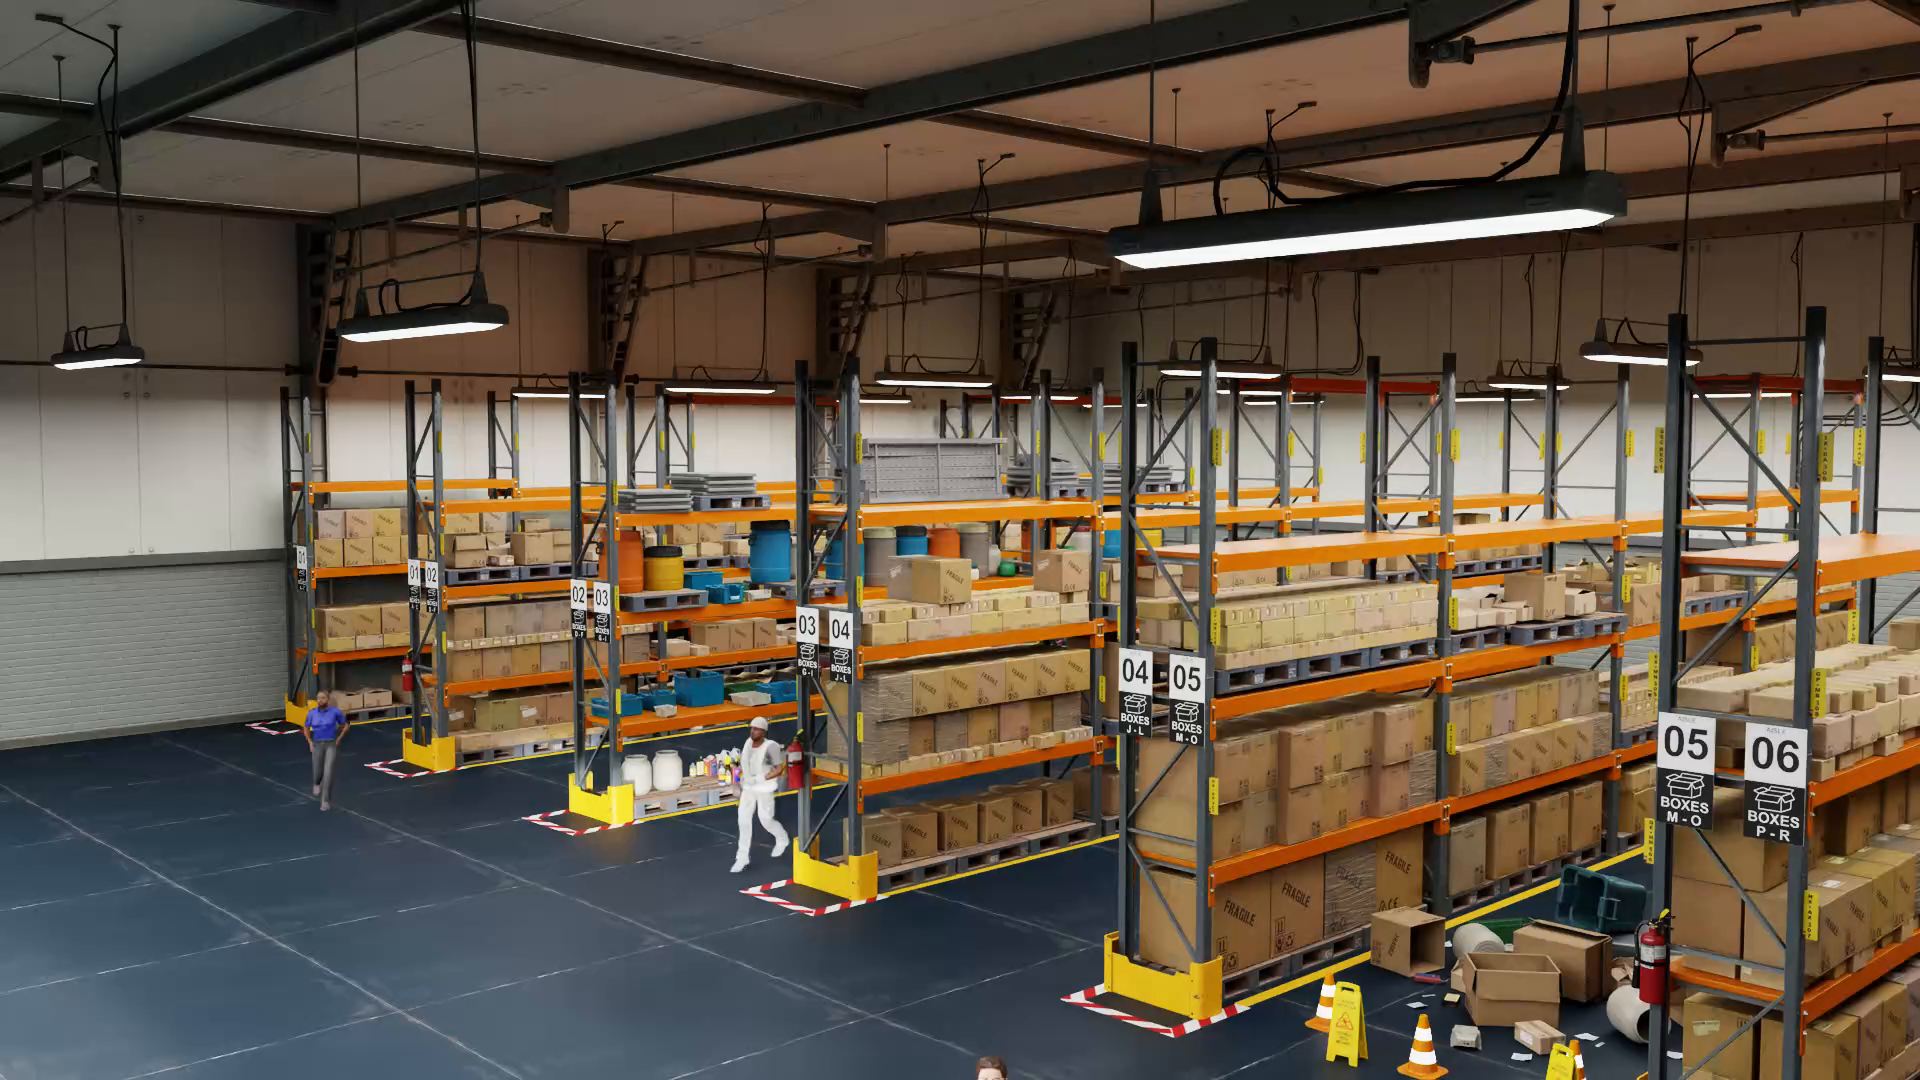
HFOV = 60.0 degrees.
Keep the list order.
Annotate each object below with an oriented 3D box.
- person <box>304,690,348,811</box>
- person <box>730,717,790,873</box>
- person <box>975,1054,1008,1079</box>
[{"bbox_3d":[-8.801,2.891,23.109,0.582,1.640,0.671,-1,4,-15],"label":"person"},{"bbox_3d":[-2.379,3.007,19.874,0.693,1.814,0.938,2,4,33],"label":"person"},{"bbox_3d":[0.172,3.704,9.291,0.577,1.664,0.946,0,4,5],"label":"person"}]
